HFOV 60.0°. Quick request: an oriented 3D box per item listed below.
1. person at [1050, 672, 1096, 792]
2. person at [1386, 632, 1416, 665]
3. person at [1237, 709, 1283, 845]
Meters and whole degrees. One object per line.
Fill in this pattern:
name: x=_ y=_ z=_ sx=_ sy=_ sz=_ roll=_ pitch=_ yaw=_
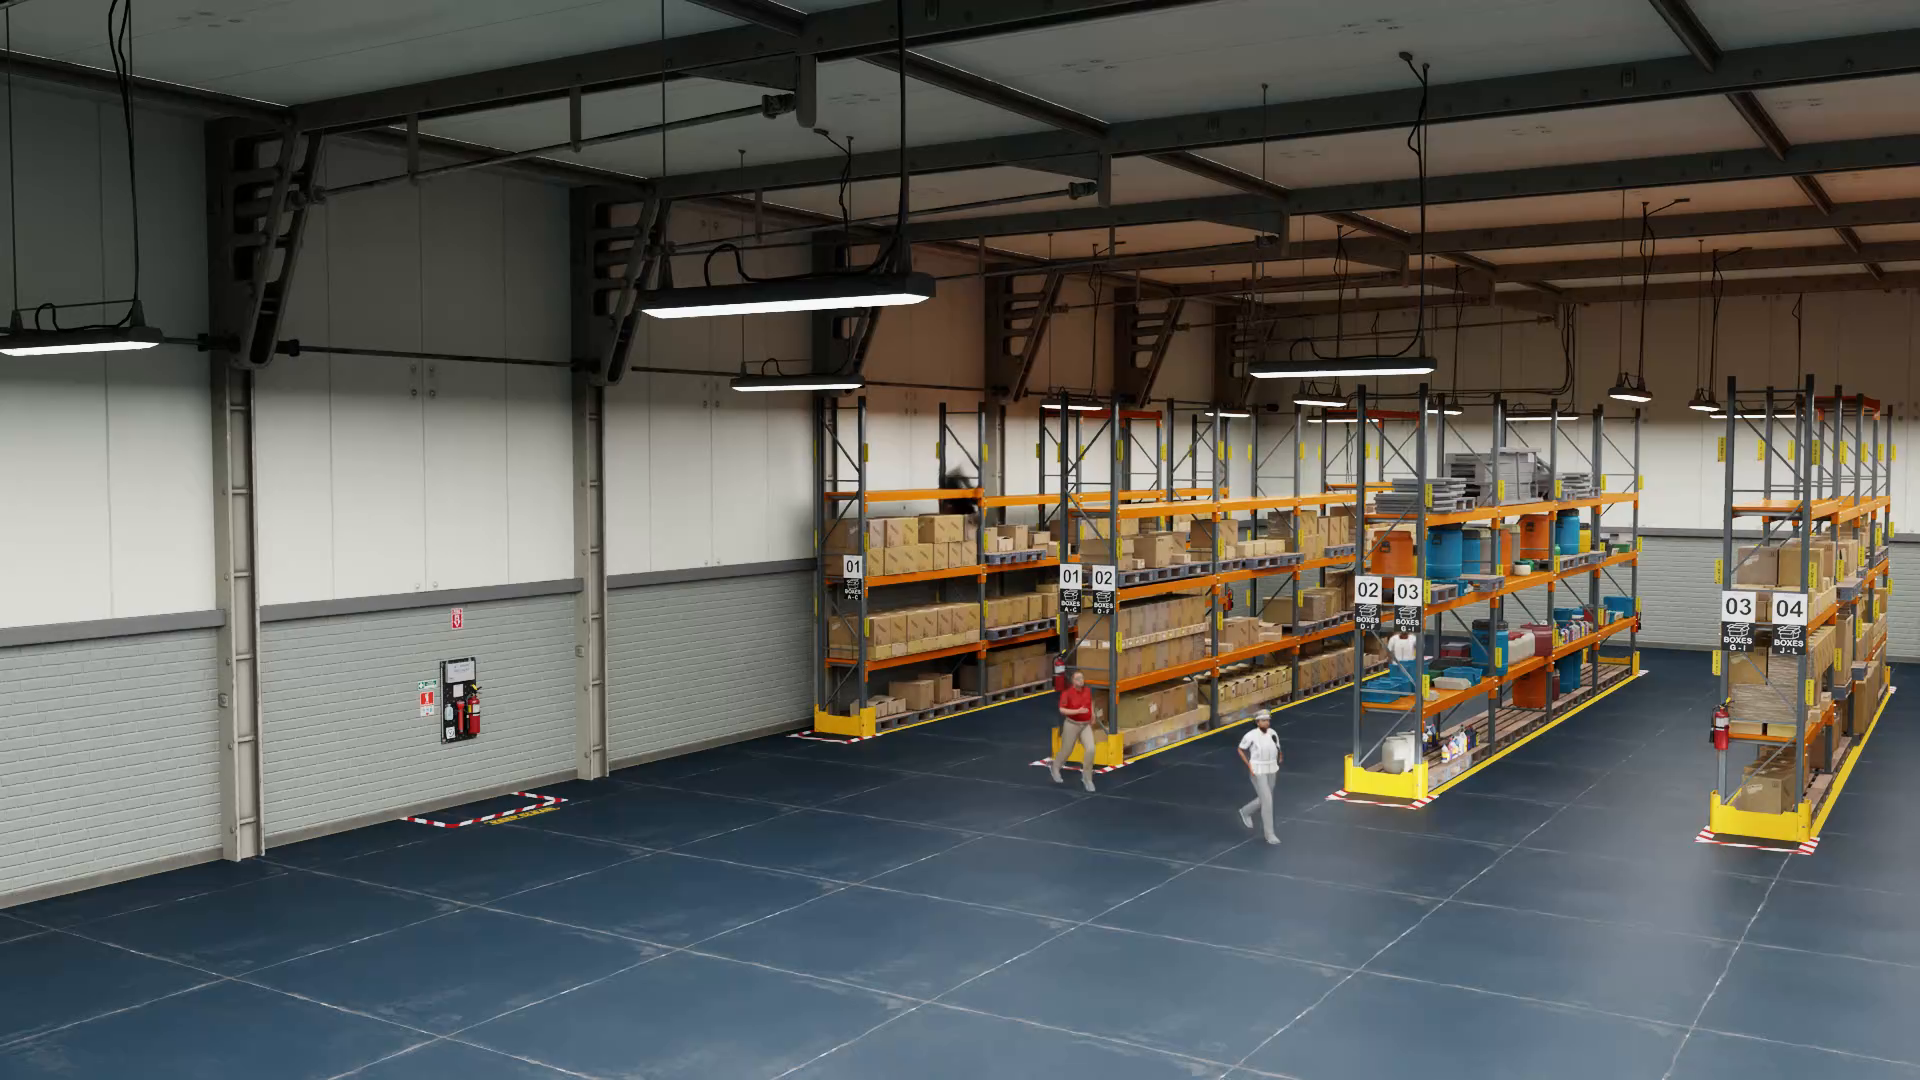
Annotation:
person: x=1.733 y=2.845 z=24.873 sx=0.672 sy=1.789 sz=0.929 roll=-1 pitch=3 yaw=-25
person: x=8.612 y=2.434 z=32.292 sx=0.681 sy=1.719 sz=0.593 roll=1 pitch=3 yaw=23
person: x=3.930 y=3.030 z=21.564 sx=0.571 sy=1.710 sz=0.794 roll=-1 pitch=3 yaw=-26
